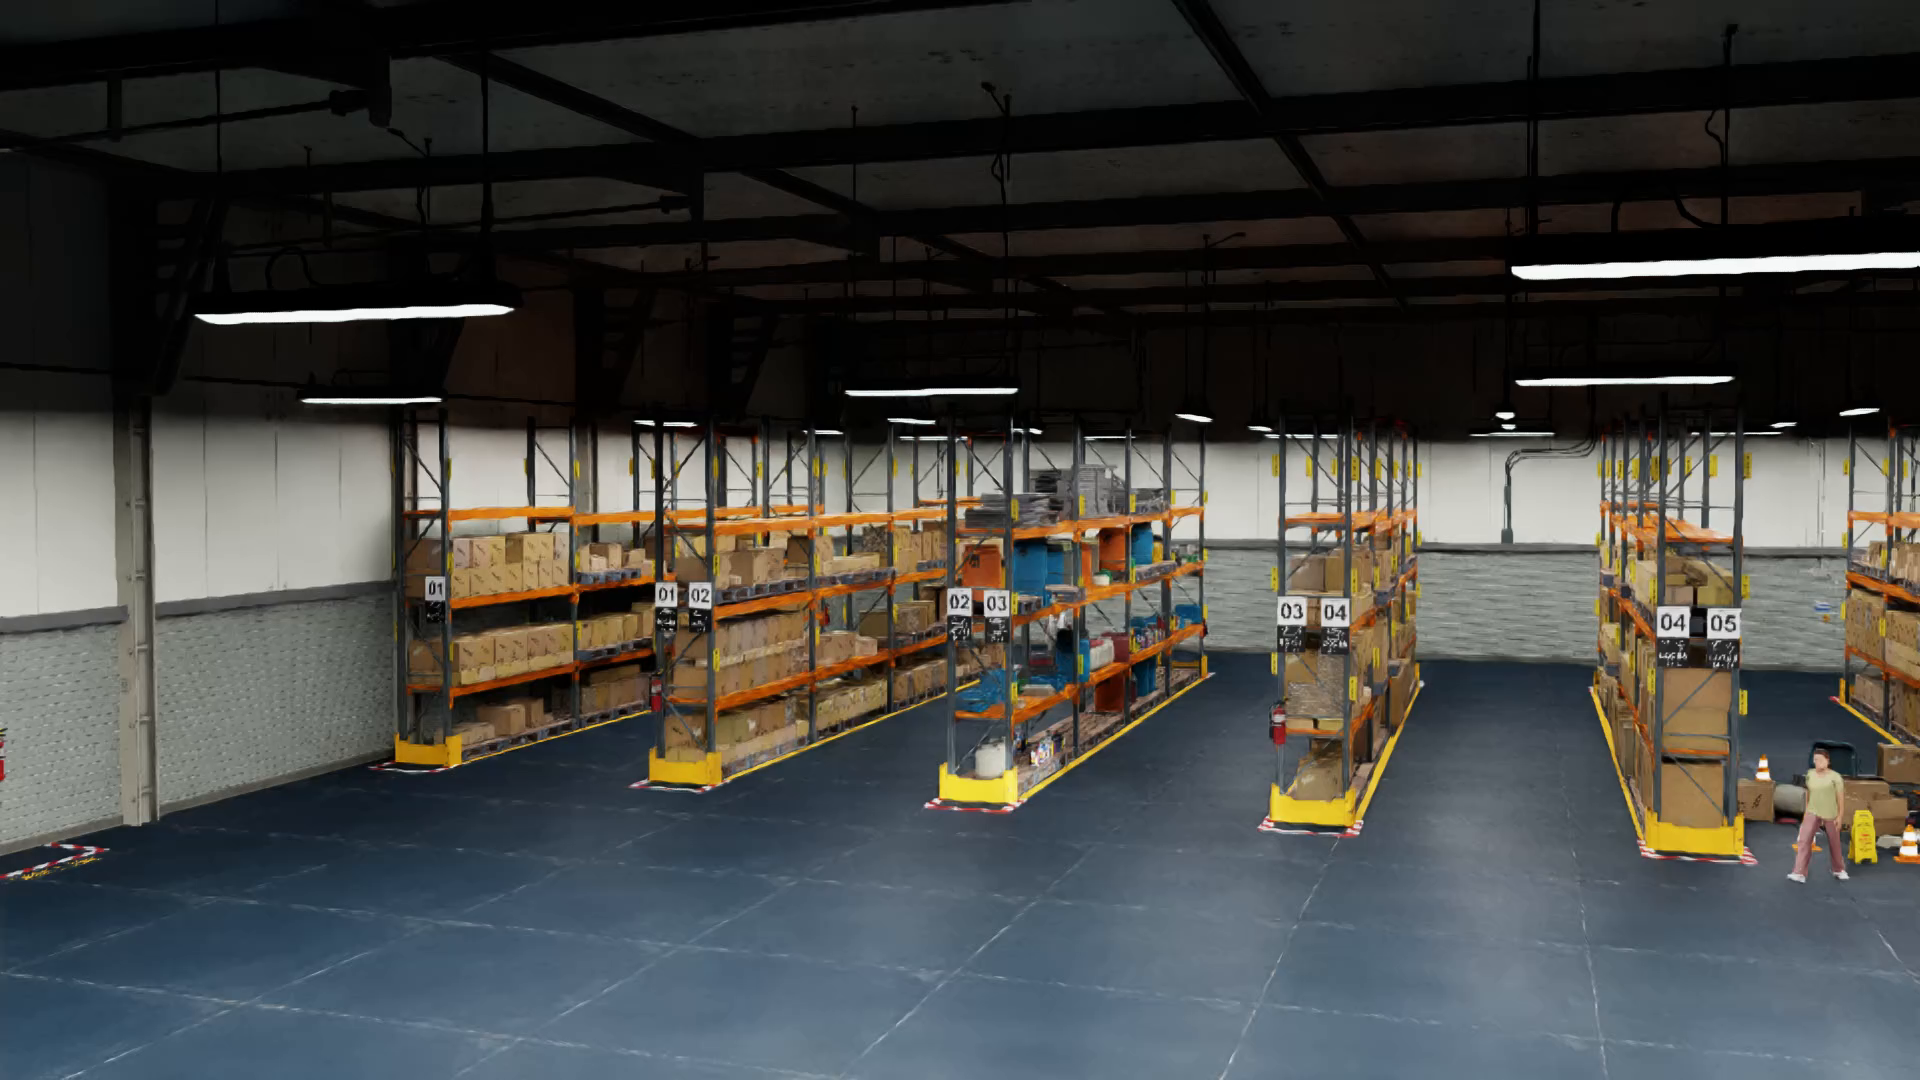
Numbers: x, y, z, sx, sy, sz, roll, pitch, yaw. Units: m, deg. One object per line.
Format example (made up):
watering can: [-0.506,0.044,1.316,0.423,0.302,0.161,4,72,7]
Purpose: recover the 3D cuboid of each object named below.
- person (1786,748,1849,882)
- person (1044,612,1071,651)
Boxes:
person: [10.422,3.321,20.109,0.930,1.622,0.483,-2,3,-43]
person: [2.375,2.400,40.683,0.702,1.735,0.549,1,3,17]
